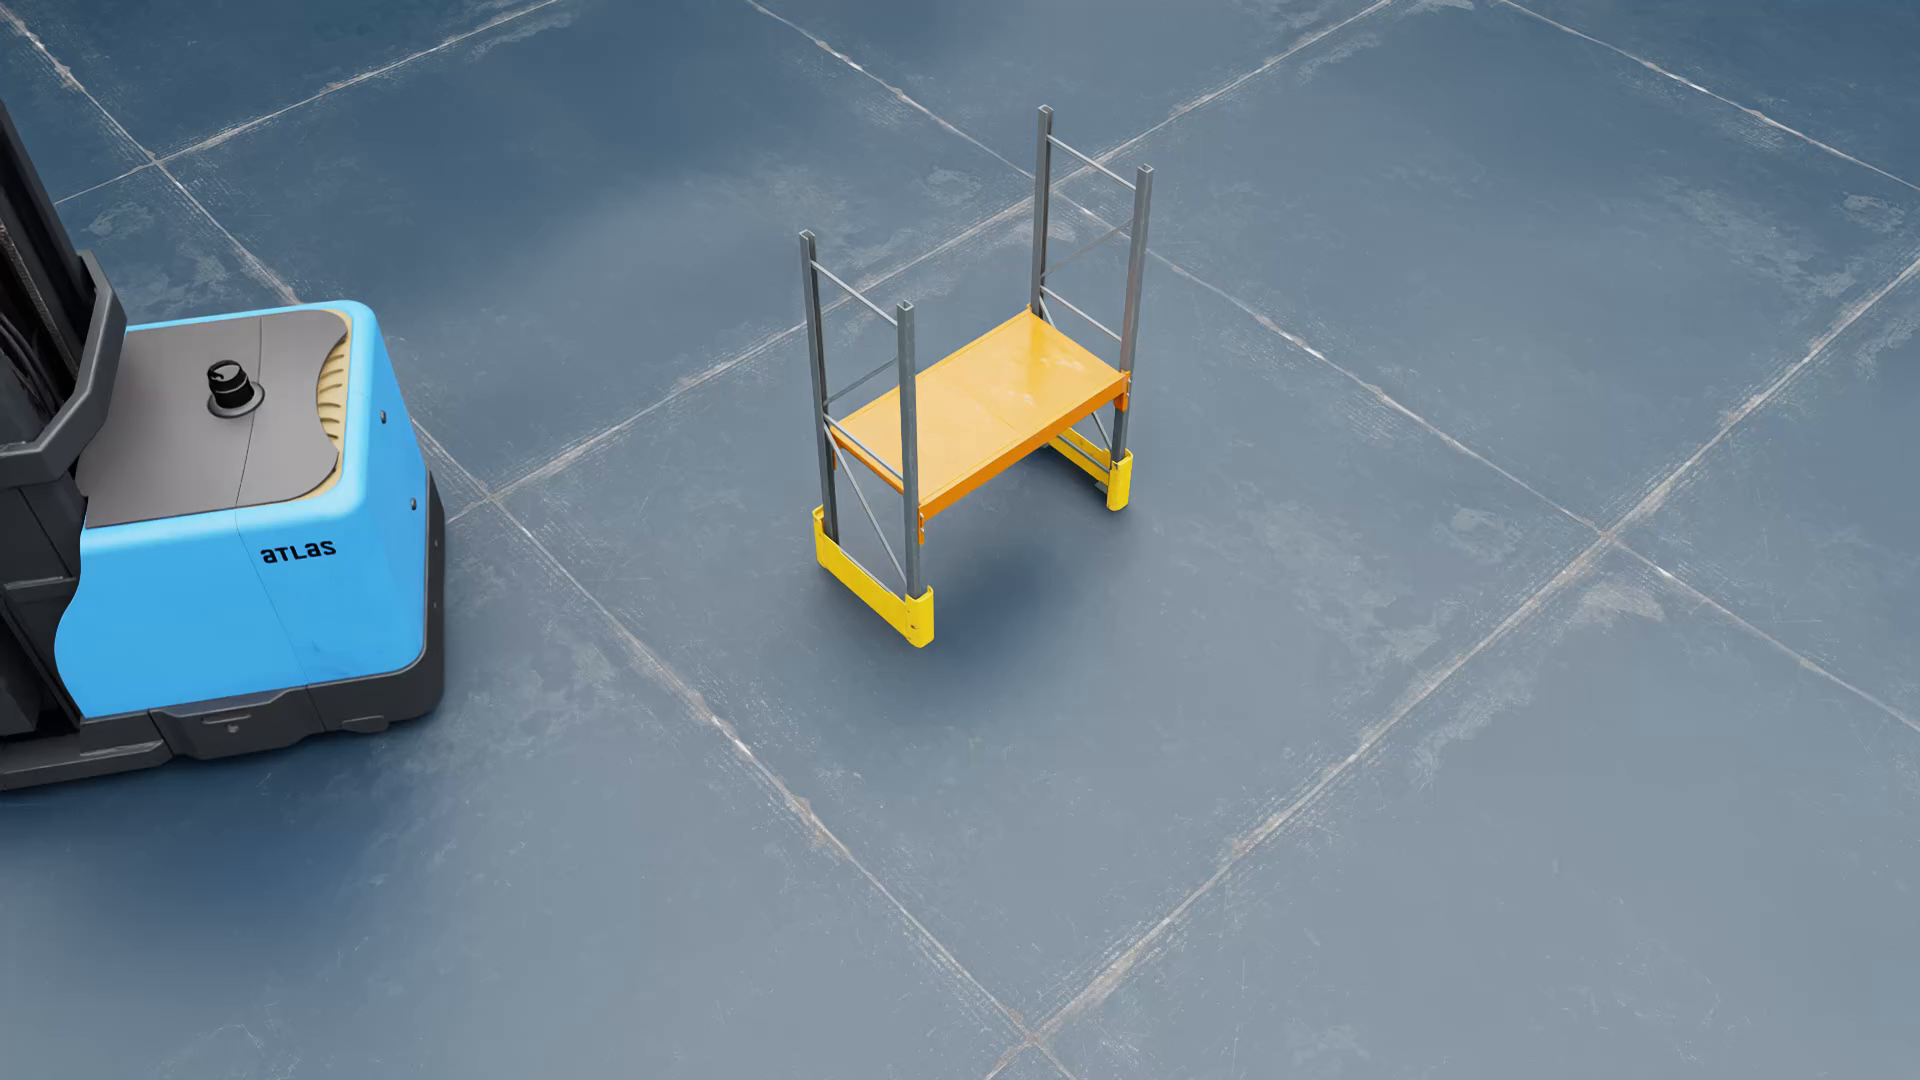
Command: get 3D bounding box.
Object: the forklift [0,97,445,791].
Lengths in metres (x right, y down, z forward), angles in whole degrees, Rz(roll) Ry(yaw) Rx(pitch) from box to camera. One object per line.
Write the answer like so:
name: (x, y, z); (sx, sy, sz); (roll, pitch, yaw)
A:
forklift: (-3.334, -0.516, 4.732); (3.031, 2.935, 1.130); (-8, 48, -8)

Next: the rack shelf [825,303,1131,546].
rack shelf: (0.063, -0.429, 5.870); (1.000, 0.185, 0.538); (-34, 56, -27)

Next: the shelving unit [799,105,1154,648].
shelving unit: (0.056, -0.546, 5.734); (1.083, 1.500, 0.587); (-34, 56, -27)

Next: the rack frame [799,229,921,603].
rack frame: (-0.313, -0.299, 5.506); (0.032, 1.500, 0.500); (-34, 56, -27)

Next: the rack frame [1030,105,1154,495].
rack frame: (0.439, -0.802, 5.970); (0.032, 1.500, 0.500); (-34, 56, -27)

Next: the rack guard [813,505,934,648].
rack guard: (-0.312, 0.124, 5.966); (0.087, 0.250, 0.587); (-34, 56, -27)

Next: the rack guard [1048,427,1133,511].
rack guard: (0.425, -0.369, 6.420); (0.087, 0.250, 0.587); (-34, 56, -27)
